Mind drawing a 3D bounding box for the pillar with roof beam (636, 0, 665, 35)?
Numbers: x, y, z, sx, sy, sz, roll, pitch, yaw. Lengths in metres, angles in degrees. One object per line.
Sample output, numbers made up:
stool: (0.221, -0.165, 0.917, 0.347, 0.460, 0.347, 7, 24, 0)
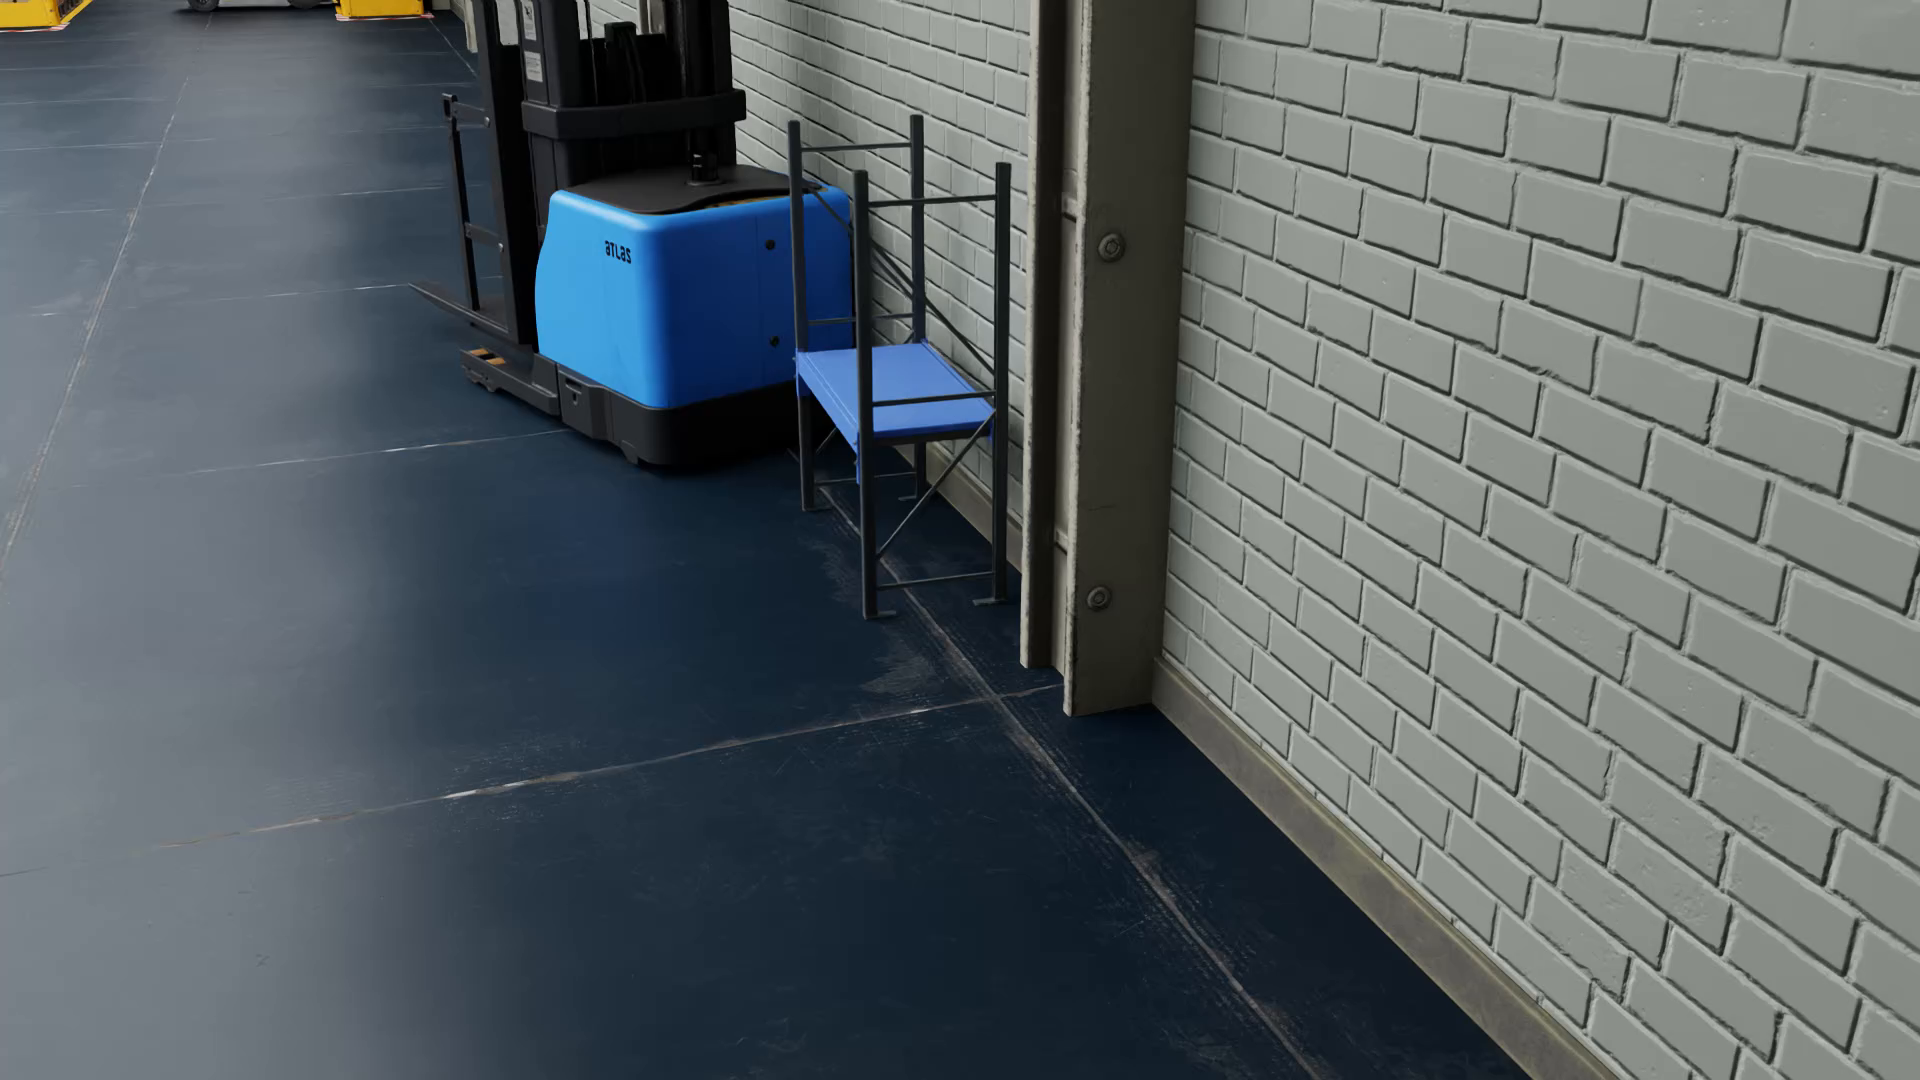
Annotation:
pillar with roof beam: (-5.743, -5.297, 7.232, 9.100, 9.000, 0.400, -8, 24, -19)

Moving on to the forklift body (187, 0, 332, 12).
forklift body: (-11.048, -9.335, 25.628, 2.313, 2.155, 1.214, -8, 24, -19)

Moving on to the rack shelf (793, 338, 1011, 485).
rack shelf: (-0.231, -0.478, 5.917, 0.538, 0.185, 1.000, -7, 24, -15)

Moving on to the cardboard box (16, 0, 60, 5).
cardboard box: (-13.340, -7.862, 24.041, 0.500, 0.250, 0.500, -9, 24, -19)

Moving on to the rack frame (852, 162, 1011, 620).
rack frame: (-0.085, -0.455, 5.398, 0.500, 1.500, 0.032, -7, 24, -15)

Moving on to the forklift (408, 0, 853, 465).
forklift: (-1.766, -2.158, 7.597, 1.130, 2.935, 3.031, -17, 28, -35)

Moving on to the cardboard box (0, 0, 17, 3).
cardboard box: (-13.859, -7.797, 23.886, 0.500, 0.250, 0.500, -8, 24, -19)

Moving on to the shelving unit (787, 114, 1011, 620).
shelving unit: (-0.231, -0.644, 5.847, 0.538, 1.500, 1.048, -7, 24, -15)

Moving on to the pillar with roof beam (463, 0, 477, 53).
pillar with roof beam: (-9.982, -9.657, 17.577, 9.100, 9.000, 0.400, -8, 24, -19)

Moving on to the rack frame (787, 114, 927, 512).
rack frame: (-0.377, -0.833, 6.296, 0.500, 1.500, 0.032, -7, 24, -15)

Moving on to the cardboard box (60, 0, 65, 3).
cardboard box: (-13.513, -8.049, 24.484, 0.500, 0.250, 0.500, -7, 24, -17)

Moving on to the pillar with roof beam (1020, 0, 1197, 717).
pillar with roof beam: (-3.623, -3.117, 2.059, 9.100, 9.000, 0.400, -8, 24, -19)

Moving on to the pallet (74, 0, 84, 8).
pallet: (-14.456, -8.534, 26.226, 1.003, 0.211, 1.213, -8, 24, -19)

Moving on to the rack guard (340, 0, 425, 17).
rack guard: (-8.663, -8.126, 24.887, 1.175, 0.500, 0.348, -8, 24, -19)

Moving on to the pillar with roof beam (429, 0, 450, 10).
pillar with roof beam: (-12.102, -11.838, 22.749, 9.100, 9.000, 0.400, -8, 24, -19)

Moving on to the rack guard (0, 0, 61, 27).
rack guard: (-13.340, -7.480, 23.354, 1.175, 0.500, 0.348, -8, 24, -19)

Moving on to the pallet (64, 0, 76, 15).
pallet: (-14.022, -8.090, 25.172, 1.003, 0.211, 1.213, -8, 24, -19)

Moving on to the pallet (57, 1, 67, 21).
pallet: (-13.594, -7.647, 24.122, 1.003, 0.211, 1.213, -8, 24, -19)
